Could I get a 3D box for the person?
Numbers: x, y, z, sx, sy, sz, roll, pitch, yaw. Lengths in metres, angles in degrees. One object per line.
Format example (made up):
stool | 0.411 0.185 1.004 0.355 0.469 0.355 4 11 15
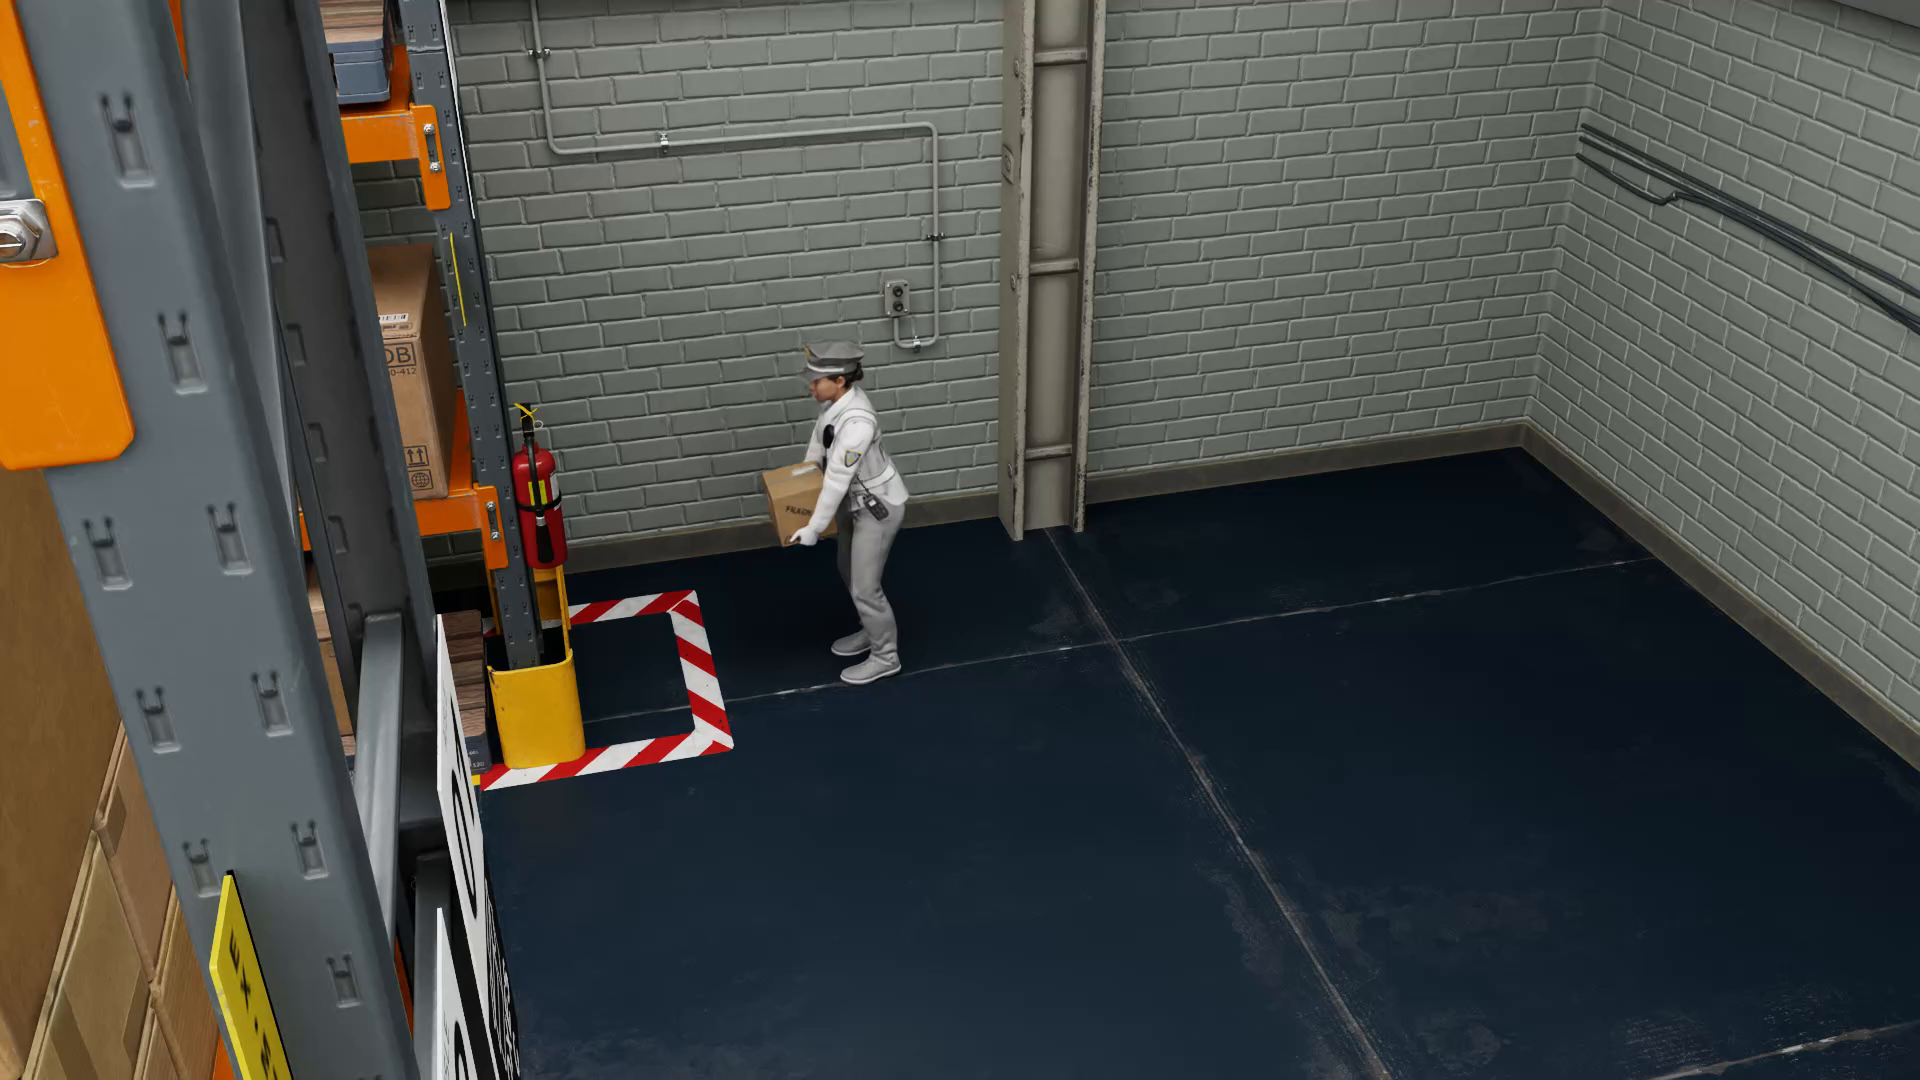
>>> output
person | -0.509 -0.120 7.360 0.545 1.647 0.415 -8 31 -14
